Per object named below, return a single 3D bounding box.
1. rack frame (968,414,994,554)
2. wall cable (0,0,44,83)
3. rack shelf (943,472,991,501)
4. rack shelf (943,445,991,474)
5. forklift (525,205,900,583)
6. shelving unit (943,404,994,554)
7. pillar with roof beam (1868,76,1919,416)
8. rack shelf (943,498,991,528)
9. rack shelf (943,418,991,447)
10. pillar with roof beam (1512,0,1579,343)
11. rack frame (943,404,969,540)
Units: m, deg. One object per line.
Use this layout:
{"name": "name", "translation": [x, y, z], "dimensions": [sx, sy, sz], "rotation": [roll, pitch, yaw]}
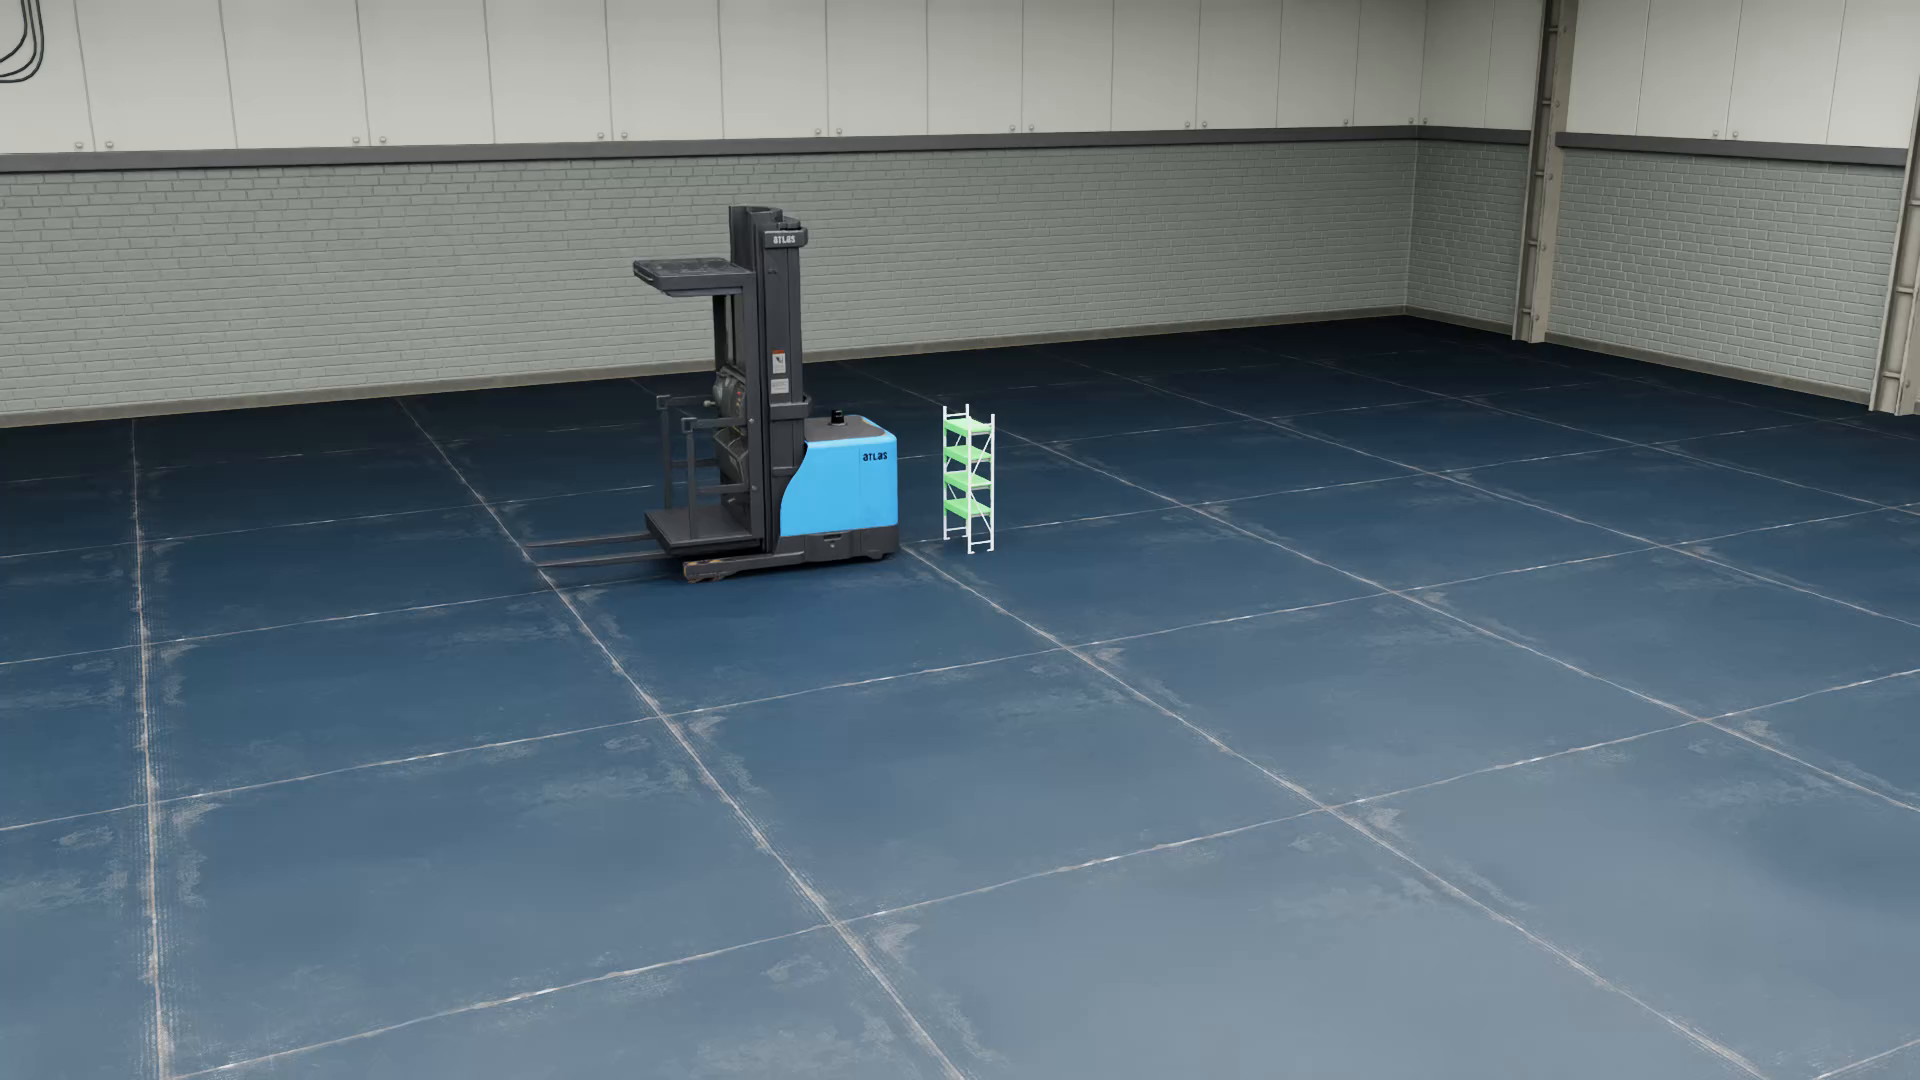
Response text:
{"name": "rack frame", "translation": [0.179, -0.475, 14.231], "dimensions": [0.240, 1.200, 0.015], "rotation": [-8, 18, -25]}
{"name": "wall cable", "translation": [-11.207, -7.231, 17.468], "dimensions": [2.305, 6.003, 0.169], "rotation": [-8, 18, -25]}
{"name": "rack shelf", "translation": [0.073, -0.474, 14.460], "dimensions": [0.258, 0.148, 0.480], "rotation": [-8, 18, -25]}
{"name": "rack shelf", "translation": [0.073, -0.705, 14.394], "dimensions": [0.258, 0.148, 0.480], "rotation": [-8, 18, -25]}
{"name": "forklift", "translation": [-2.086, -1.225, 13.707], "dimensions": [3.031, 2.935, 1.130], "rotation": [-6, 17, -20]}
{"name": "shelving unit", "translation": [0.073, -0.536, 14.442], "dimensions": [0.258, 1.200, 0.503], "rotation": [-8, 18, -25]}
{"name": "pillar with roof beam", "translation": [7.429, -5.361, 17.118], "dimensions": [9.100, 9.000, 0.400], "rotation": [-8, 18, -25]}
{"name": "rack shelf", "translation": [0.073, -0.244, 14.526], "dimensions": [0.258, 0.148, 0.480], "rotation": [-8, 18, -25]}
{"name": "rack shelf", "translation": [0.073, -0.936, 14.327], "dimensions": [0.258, 0.148, 0.480], "rotation": [-8, 18, -25]}
{"name": "pillar with roof beam", "translation": [4.801, -6.849, 22.302], "dimensions": [9.100, 9.000, 0.400], "rotation": [-8, 18, -25]}
{"name": "rack frame", "translation": [-0.034, -0.596, 14.653], "dimensions": [0.240, 1.200, 0.015], "rotation": [-8, 18, -25]}
